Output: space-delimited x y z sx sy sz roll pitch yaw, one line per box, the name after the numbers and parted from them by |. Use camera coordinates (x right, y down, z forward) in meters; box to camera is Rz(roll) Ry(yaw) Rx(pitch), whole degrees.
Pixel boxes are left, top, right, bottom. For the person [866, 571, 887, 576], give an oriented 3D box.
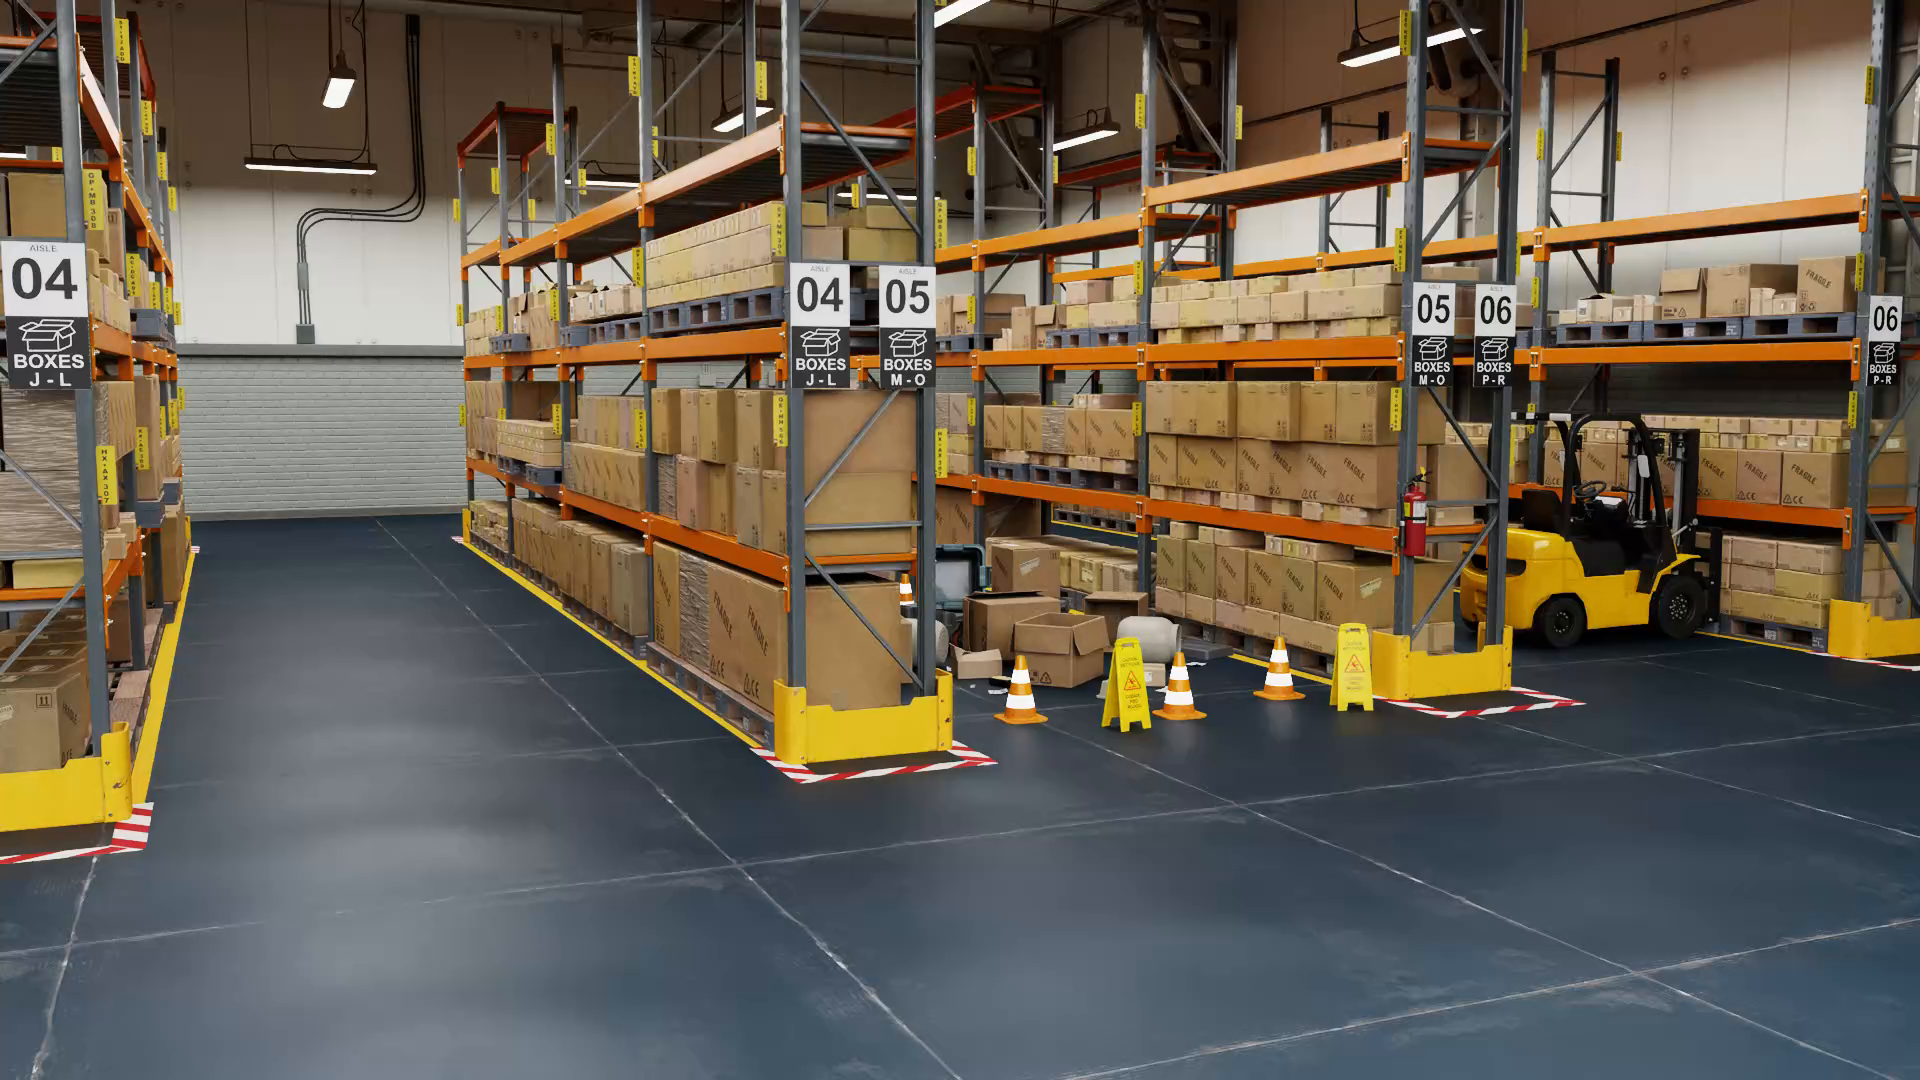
-1.075 0.431 17.146 0.861 0.819 0.463 -3 6 -26 | person
